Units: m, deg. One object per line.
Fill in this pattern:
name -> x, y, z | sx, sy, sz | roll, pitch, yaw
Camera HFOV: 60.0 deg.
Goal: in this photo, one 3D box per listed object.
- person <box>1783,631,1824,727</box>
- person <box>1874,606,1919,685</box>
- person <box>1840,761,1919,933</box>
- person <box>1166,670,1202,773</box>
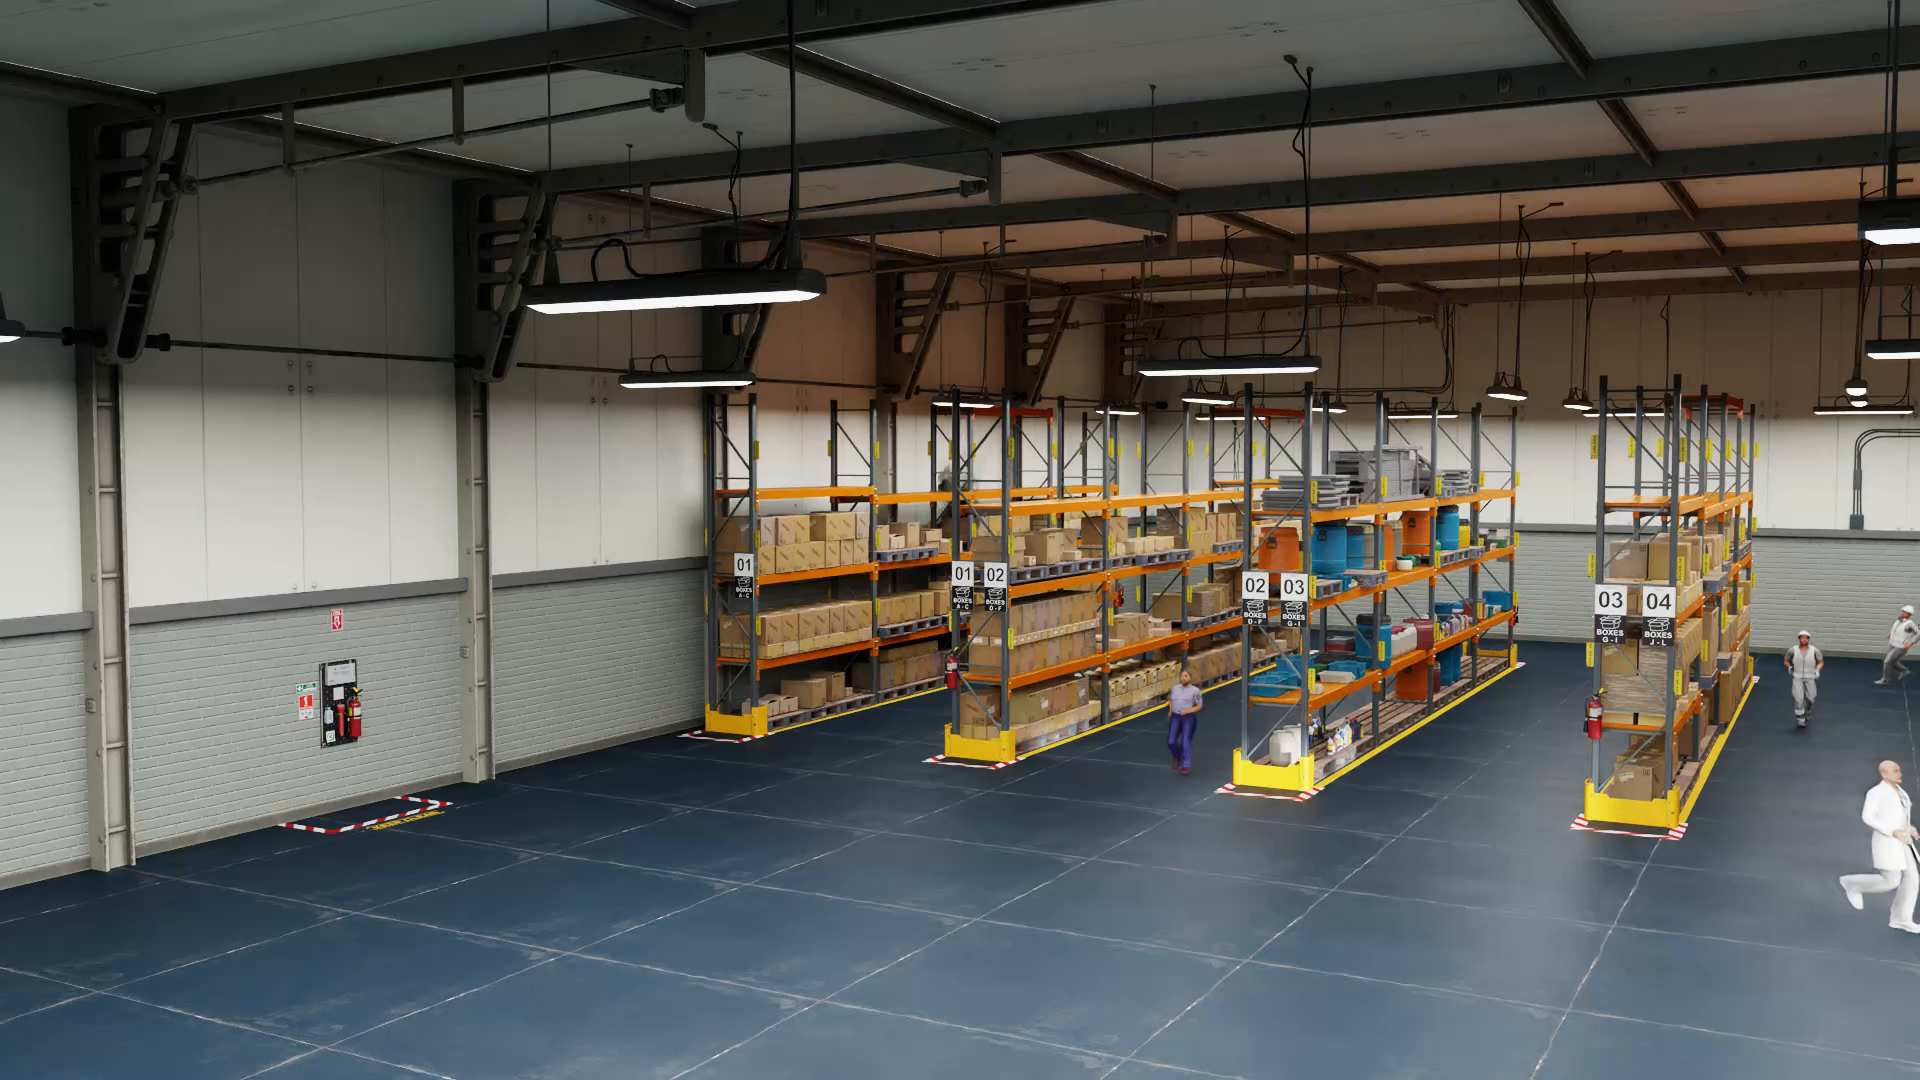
person -> 15.242, 2.507, 30.051 | 0.651, 1.739, 0.612 | 1, 3, 25
person -> 19.903, 2.241, 35.252 | 0.807, 1.713, 0.723 | 0, 3, -1
person -> 9.742, 3.184, 17.461 | 0.708, 1.748, 0.875 | -2, 4, -31
person -> 3.439, 2.814, 25.715 | 0.587, 1.587, 0.540 | 2, 3, 26
